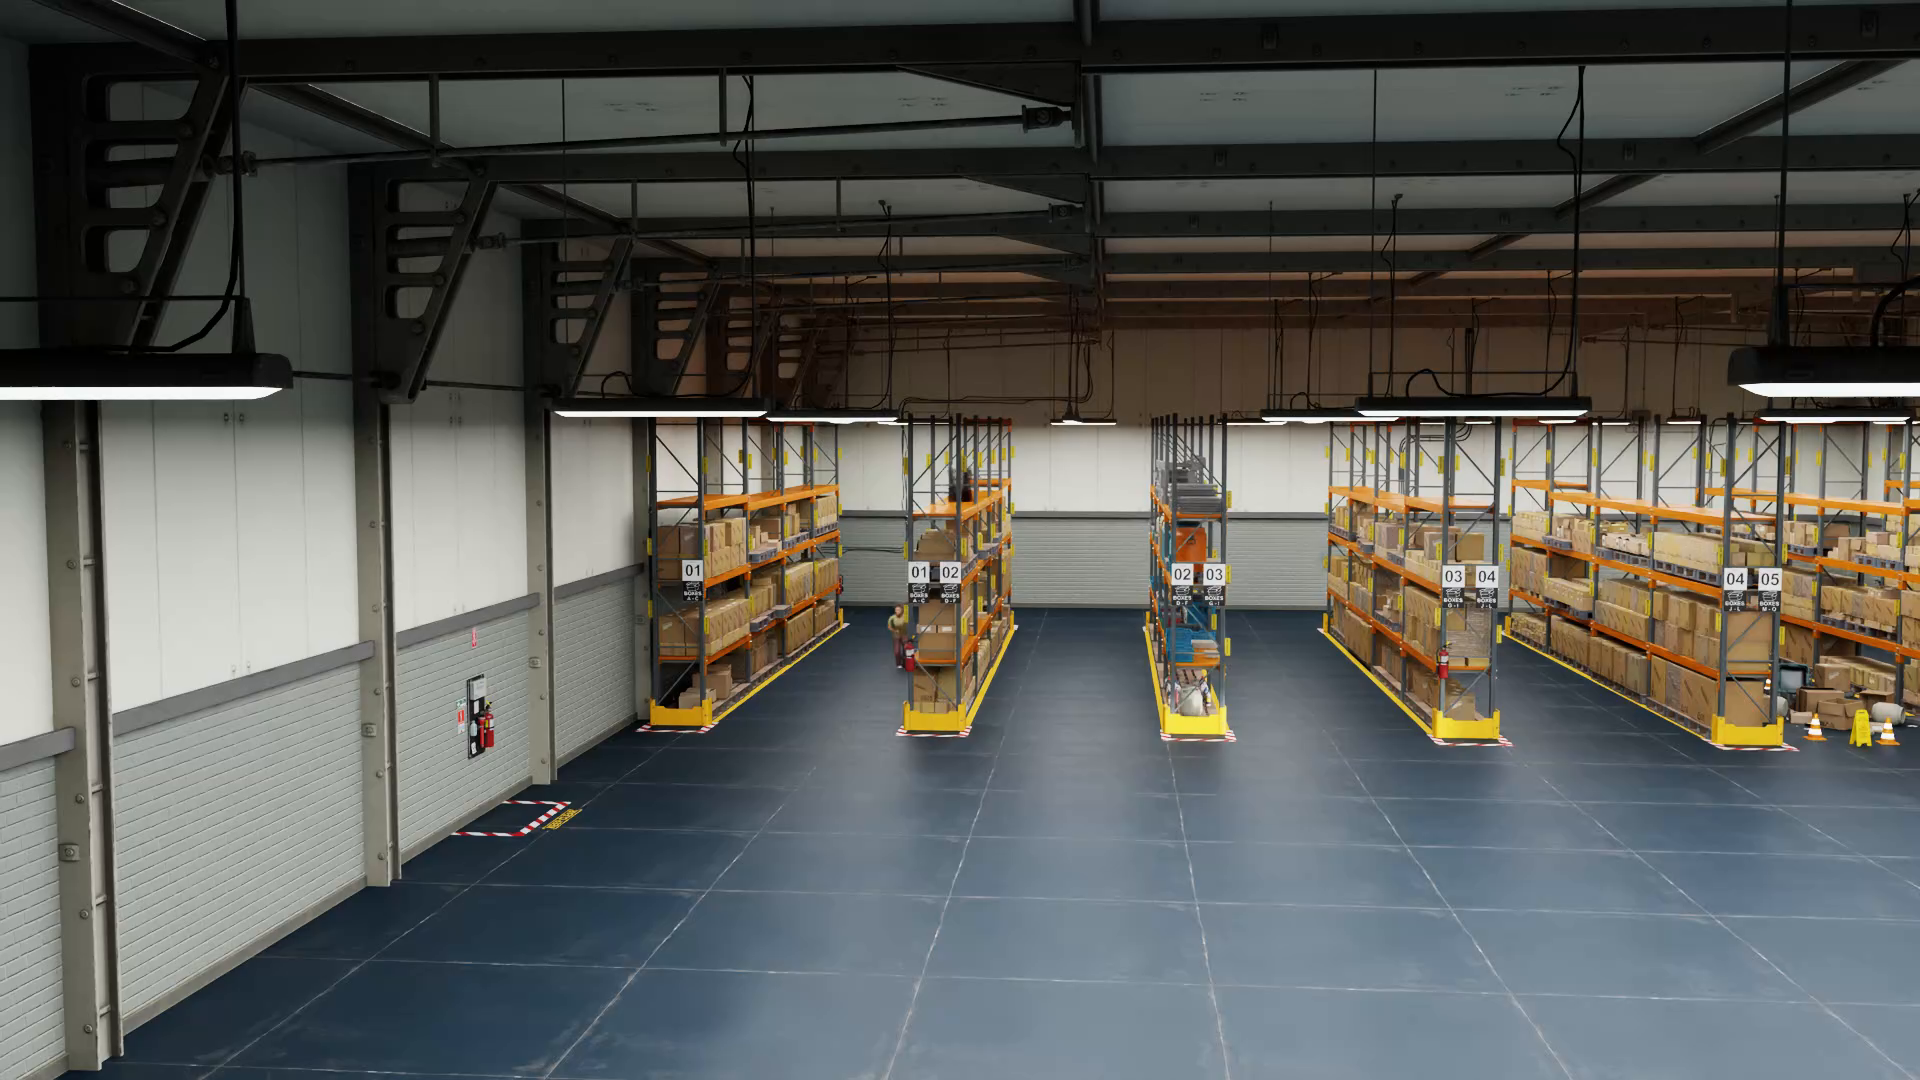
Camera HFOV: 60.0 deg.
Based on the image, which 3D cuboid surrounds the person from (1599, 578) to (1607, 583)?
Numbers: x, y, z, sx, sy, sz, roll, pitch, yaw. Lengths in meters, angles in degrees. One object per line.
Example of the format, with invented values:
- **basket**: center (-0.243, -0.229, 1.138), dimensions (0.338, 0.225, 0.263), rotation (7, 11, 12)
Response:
- **person**: center (17.620, 1.870, 45.212), dimensions (0.604, 1.660, 0.940), rotation (-1, 4, -21)

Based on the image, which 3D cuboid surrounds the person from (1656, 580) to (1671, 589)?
- **person**: center (20.620, 1.553, 48.752), dimensions (0.880, 1.755, 0.668), rotation (-1, 4, -14)

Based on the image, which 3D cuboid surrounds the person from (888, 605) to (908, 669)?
- **person**: center (-1.425, 2.300, 39.374), dimensions (0.575, 1.559, 0.735), rotation (0, 4, -3)
